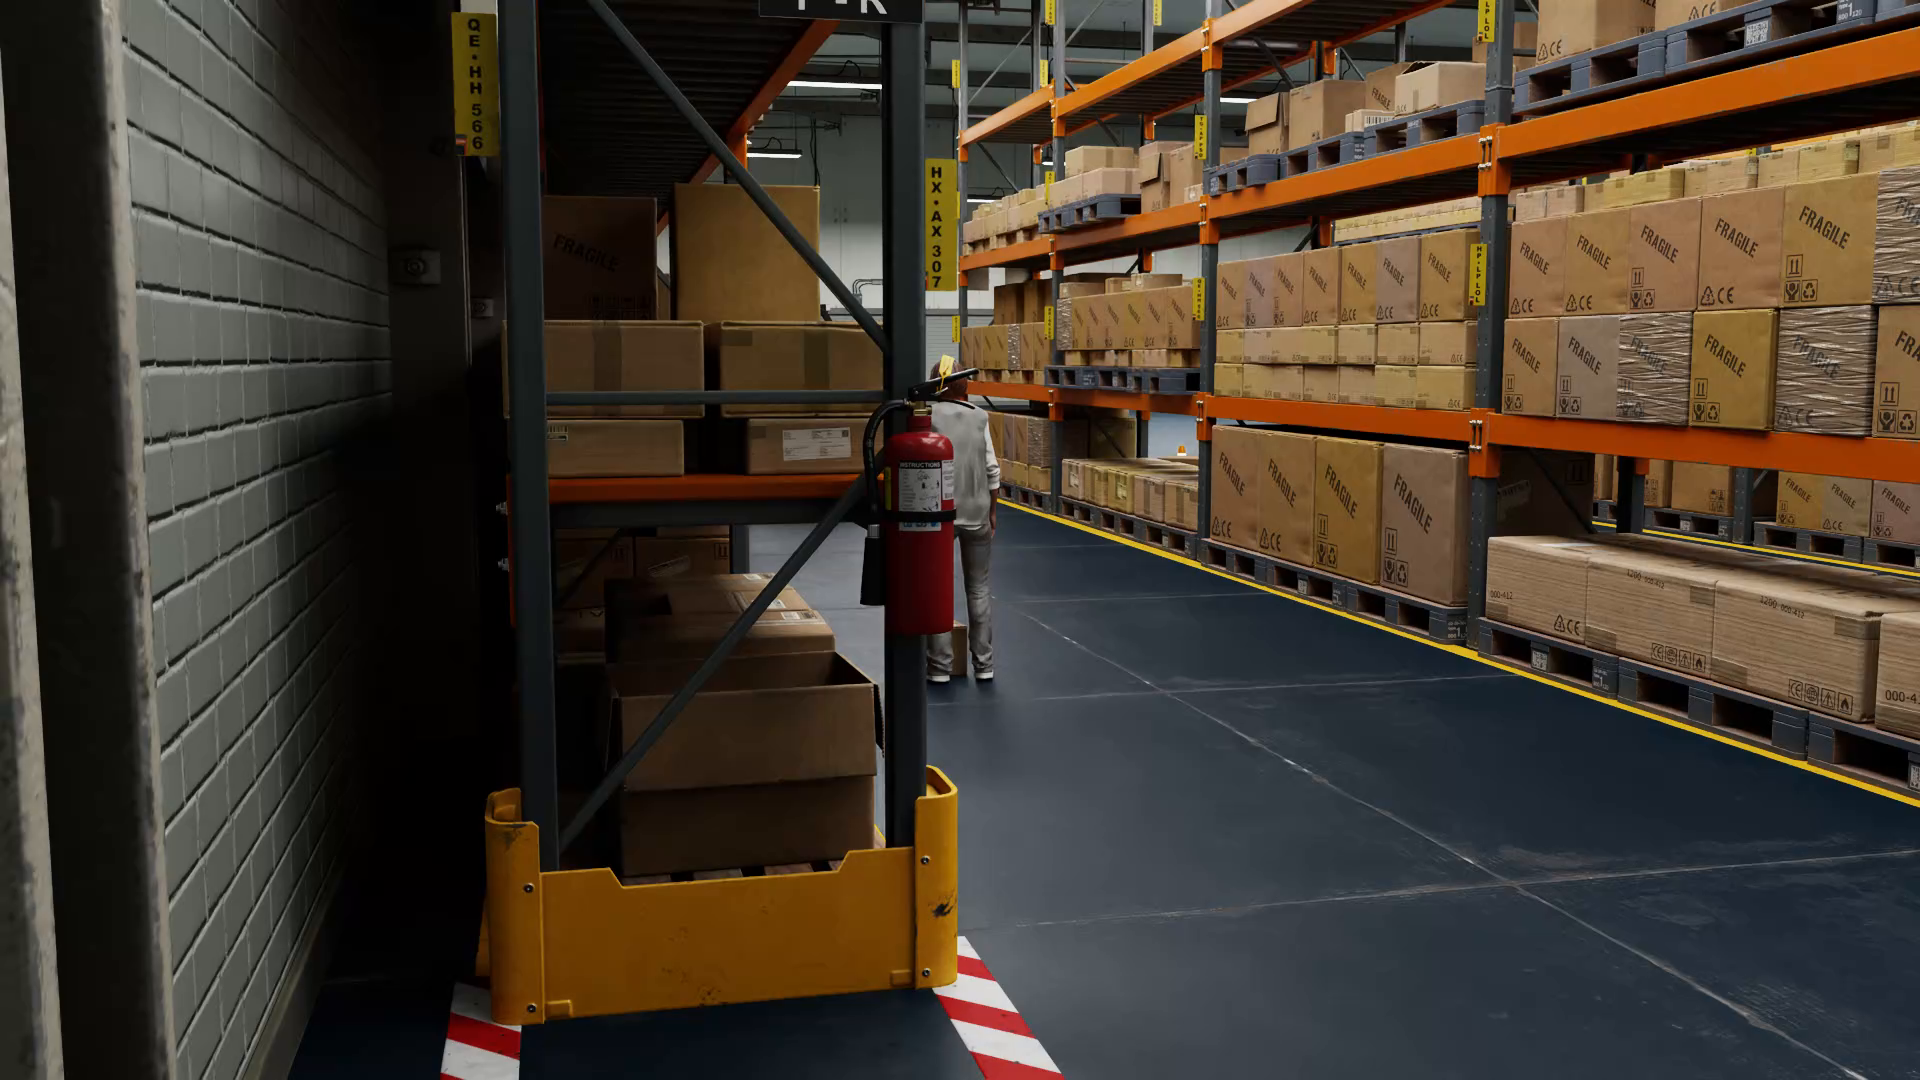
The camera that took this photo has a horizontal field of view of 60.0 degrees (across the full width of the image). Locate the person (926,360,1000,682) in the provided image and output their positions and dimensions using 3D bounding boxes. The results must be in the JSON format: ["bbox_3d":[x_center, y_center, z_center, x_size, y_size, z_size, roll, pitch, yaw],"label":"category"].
[{"bbox_3d":[-0.028,-0.091,8.207,0.462,1.591,0.345,-2,7,-18],"label":"person"}]
